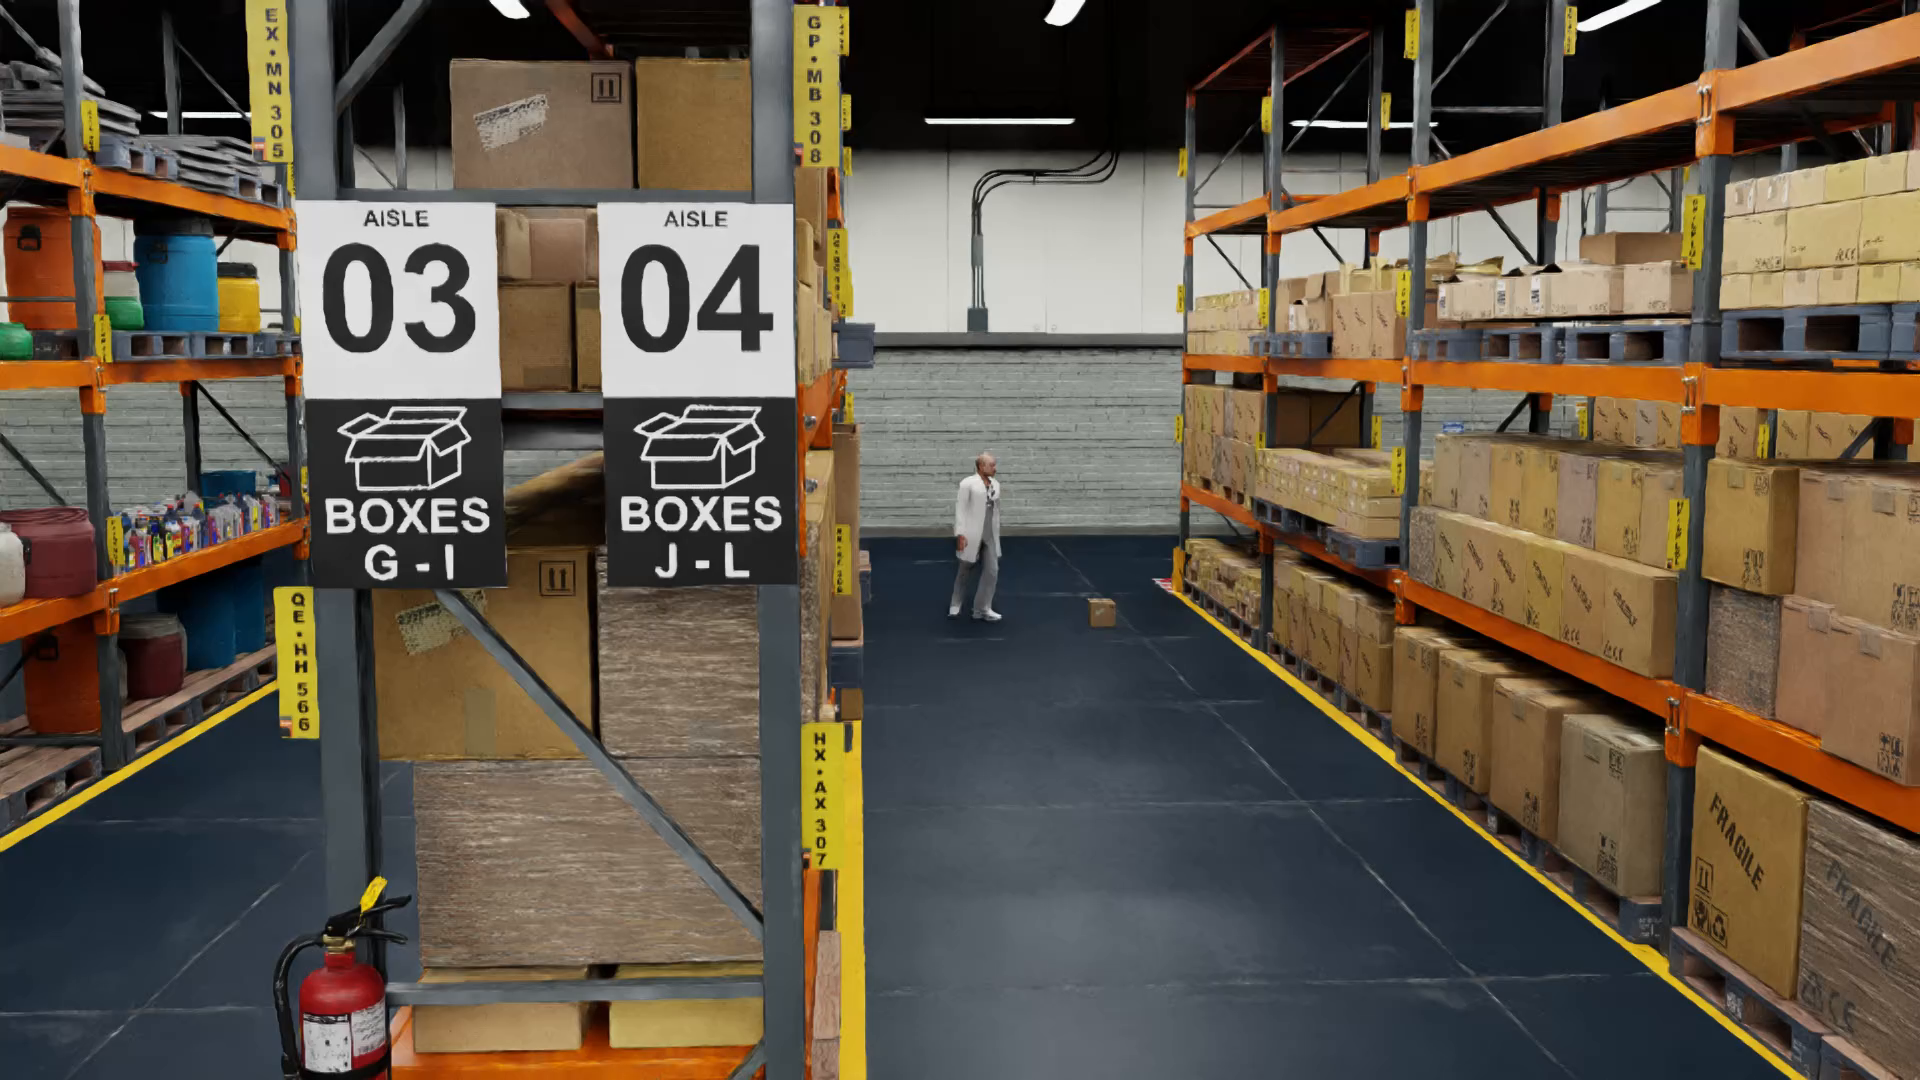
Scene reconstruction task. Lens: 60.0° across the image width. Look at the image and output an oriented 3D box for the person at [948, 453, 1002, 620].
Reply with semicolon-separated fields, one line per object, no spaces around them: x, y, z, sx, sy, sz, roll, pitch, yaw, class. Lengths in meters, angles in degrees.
0.167;-0.043;17.677;0.612;1.768;0.627;-5;8;-36;person
